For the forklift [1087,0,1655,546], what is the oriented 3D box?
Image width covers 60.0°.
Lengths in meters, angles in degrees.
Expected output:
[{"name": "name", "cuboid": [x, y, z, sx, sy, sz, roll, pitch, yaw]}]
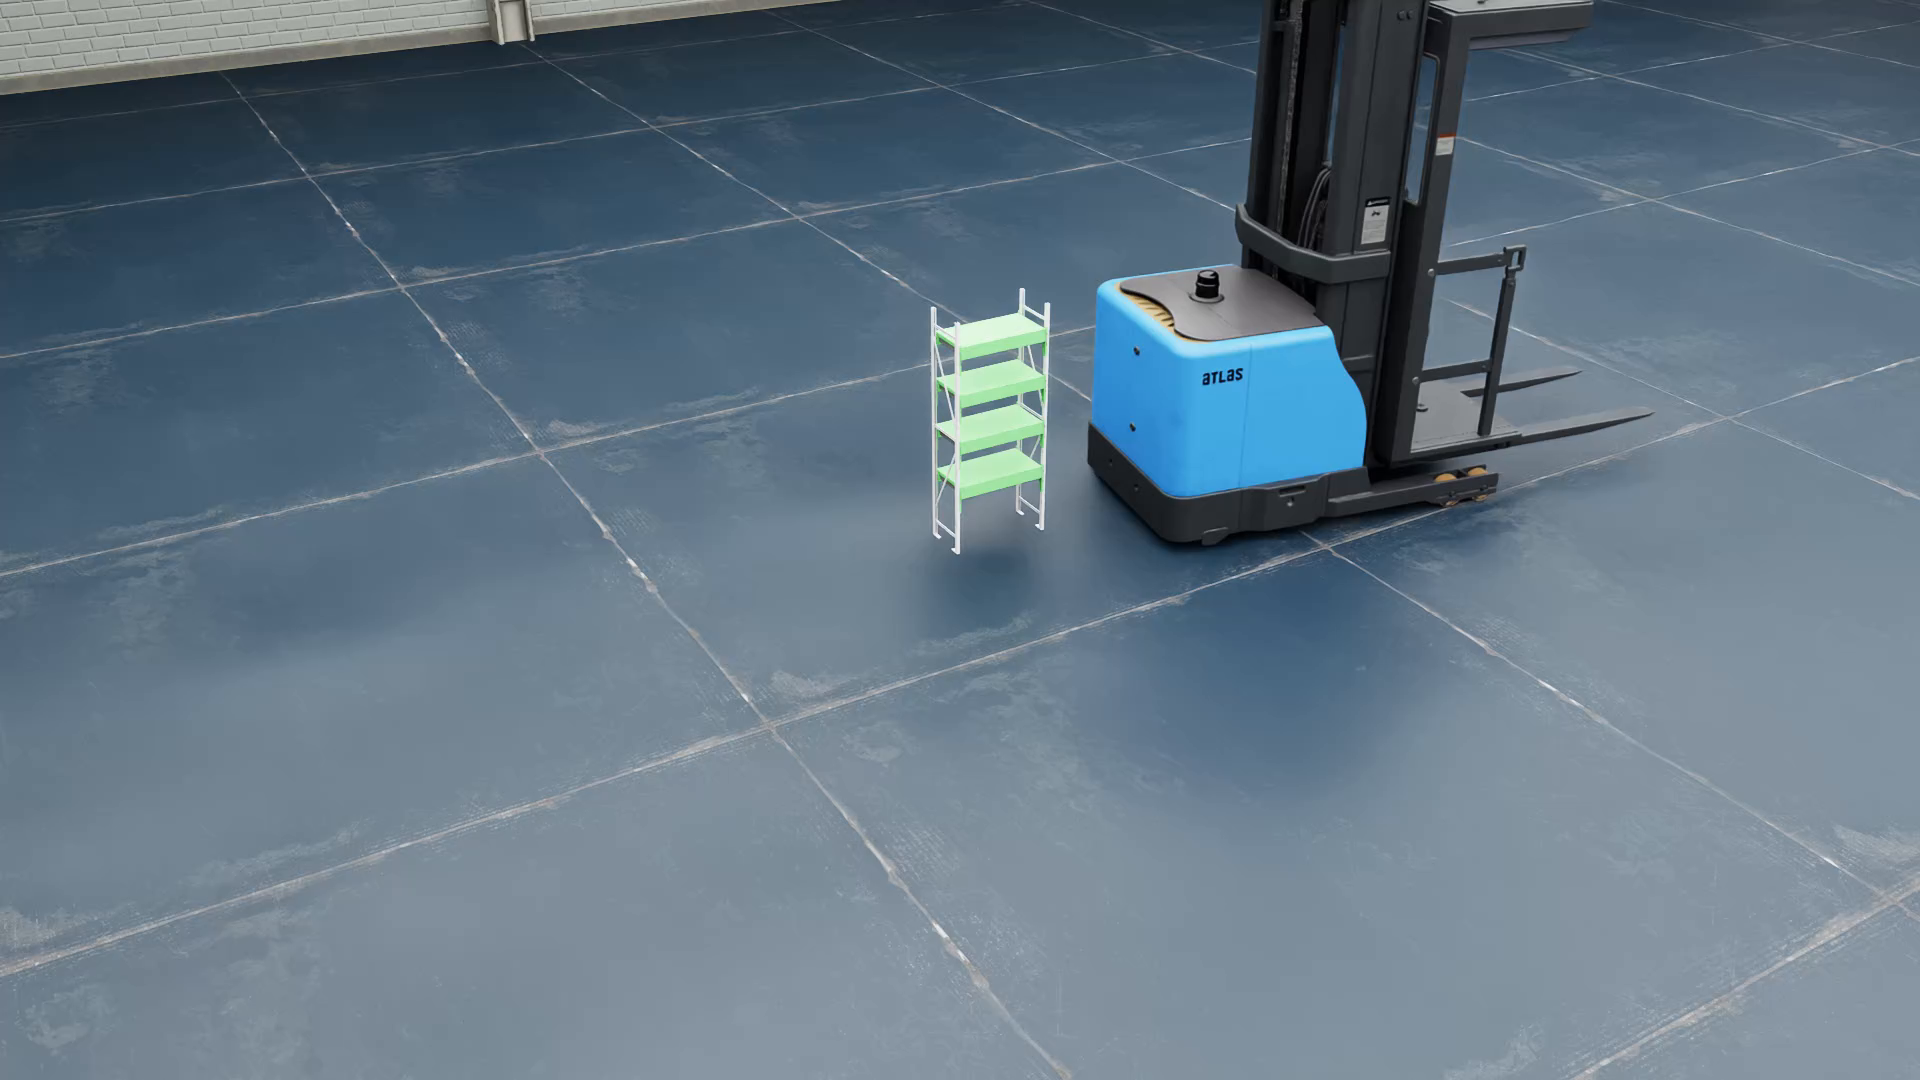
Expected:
[{"name": "forklift", "cuboid": [2.250, -1.683, 8.267, 3.031, 2.935, 1.130, -10, 30, -18]}]

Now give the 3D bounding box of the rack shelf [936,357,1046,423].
[{"name": "rack shelf", "cuboid": [0.143, -0.720, 7.948, 0.480, 0.148, 0.258, -16, 33, -26]}]

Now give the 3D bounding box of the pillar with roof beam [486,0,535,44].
[{"name": "pillar with roof beam", "cuboid": [-2.694, -7.602, 12.712, 0.400, 9.000, 9.100, -16, 33, -26]}]

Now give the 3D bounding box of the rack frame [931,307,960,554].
[{"name": "rack frame", "cuboid": [-0.068, -0.506, 7.925, 0.015, 1.200, 0.240, -16, 33, -26]}]

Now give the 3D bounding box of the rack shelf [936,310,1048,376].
[{"name": "rack shelf", "cuboid": [0.143, -0.930, 7.832, 0.480, 0.148, 0.258, -16, 33, -26]}]

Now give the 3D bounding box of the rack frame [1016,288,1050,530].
[{"name": "rack frame", "cuboid": [0.353, -0.626, 8.142, 0.015, 1.200, 0.240, -16, 33, -26]}]

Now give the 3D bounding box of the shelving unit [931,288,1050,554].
[{"name": "shelving unit", "cuboid": [0.143, -0.566, 8.034, 0.503, 1.200, 0.258, -16, 33, -26]}]

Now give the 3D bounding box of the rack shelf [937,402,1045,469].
[{"name": "rack shelf", "cuboid": [0.143, -0.510, 8.064, 0.480, 0.148, 0.258, -16, 33, -26]}]

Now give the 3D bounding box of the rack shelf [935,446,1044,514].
[{"name": "rack shelf", "cuboid": [0.143, -0.300, 8.180, 0.480, 0.148, 0.258, -16, 33, -26]}]
